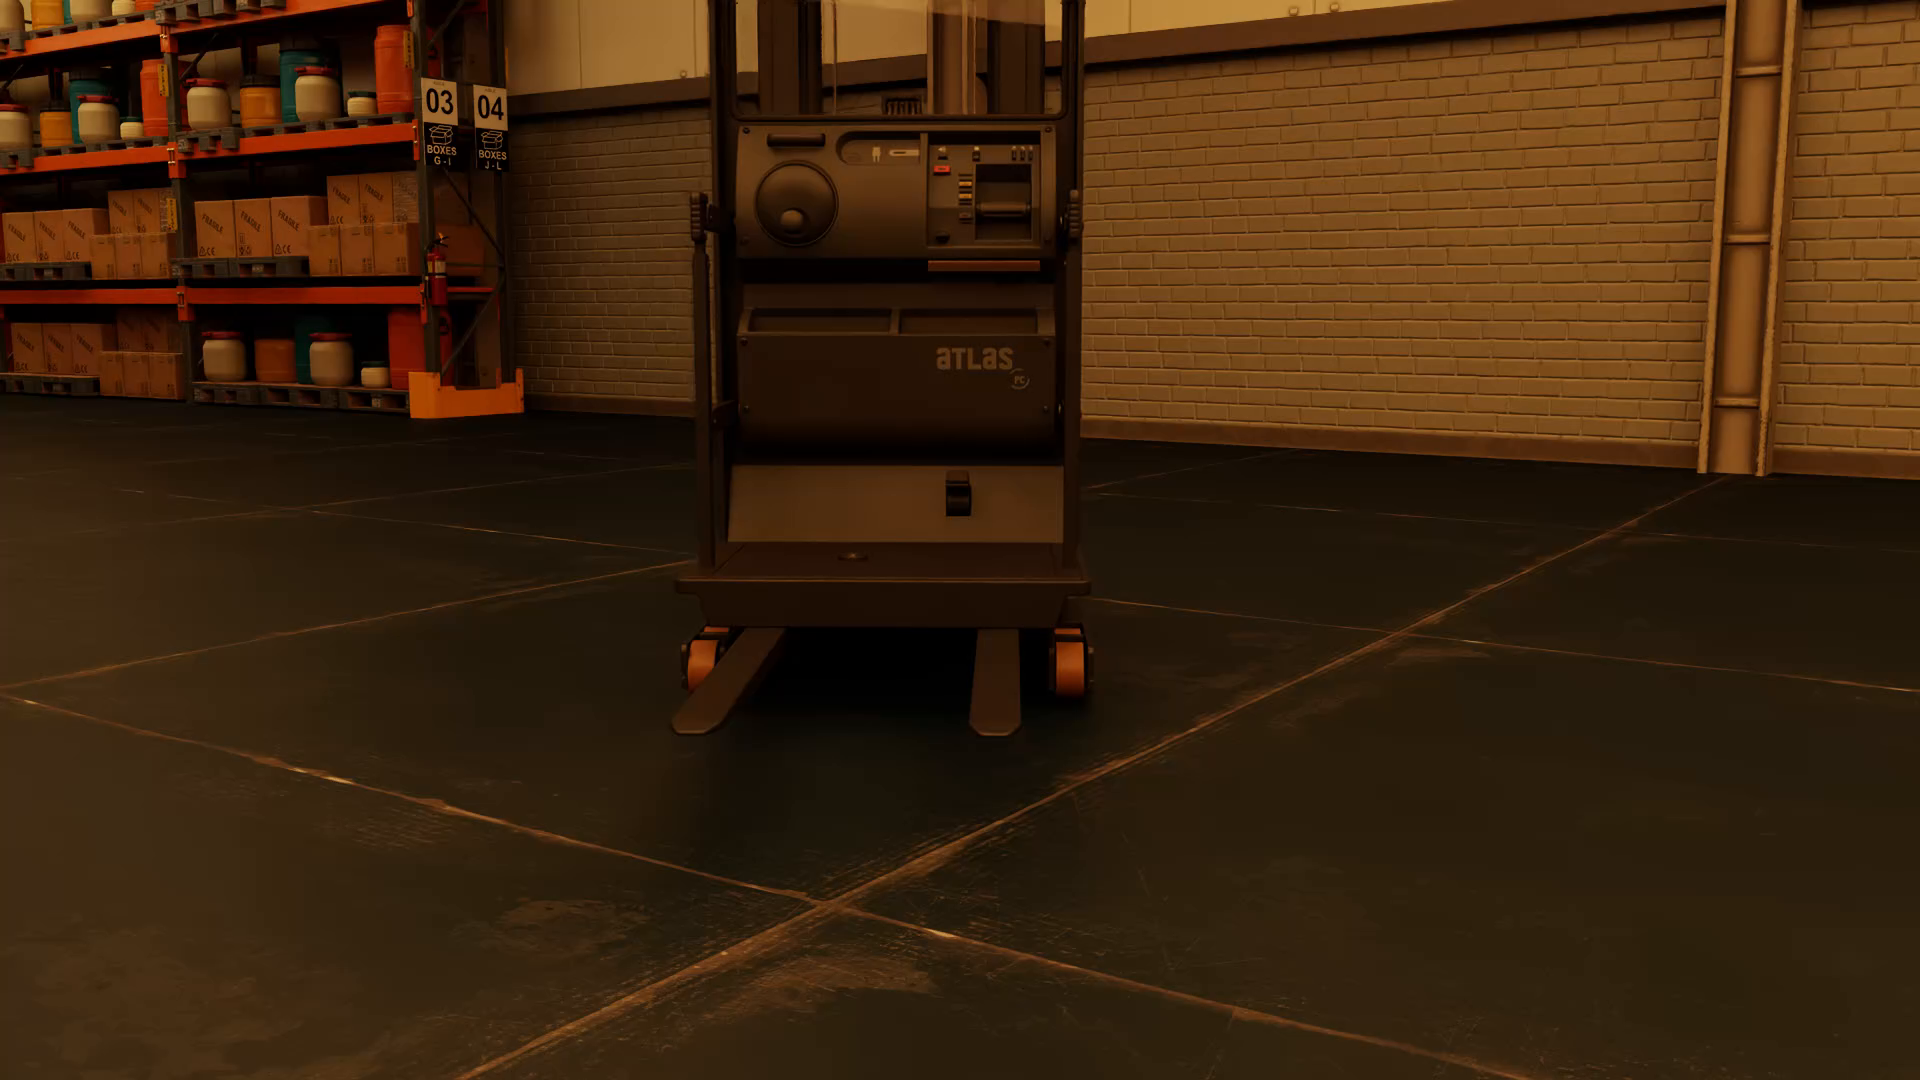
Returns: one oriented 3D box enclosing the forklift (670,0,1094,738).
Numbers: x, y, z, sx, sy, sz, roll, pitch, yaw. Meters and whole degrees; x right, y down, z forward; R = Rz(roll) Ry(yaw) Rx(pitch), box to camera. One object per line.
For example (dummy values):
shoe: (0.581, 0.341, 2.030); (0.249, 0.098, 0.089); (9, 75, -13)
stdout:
forklift: (-0.189, -1.058, 4.632); (1.130, 2.935, 3.031); (0, 8, 2)
